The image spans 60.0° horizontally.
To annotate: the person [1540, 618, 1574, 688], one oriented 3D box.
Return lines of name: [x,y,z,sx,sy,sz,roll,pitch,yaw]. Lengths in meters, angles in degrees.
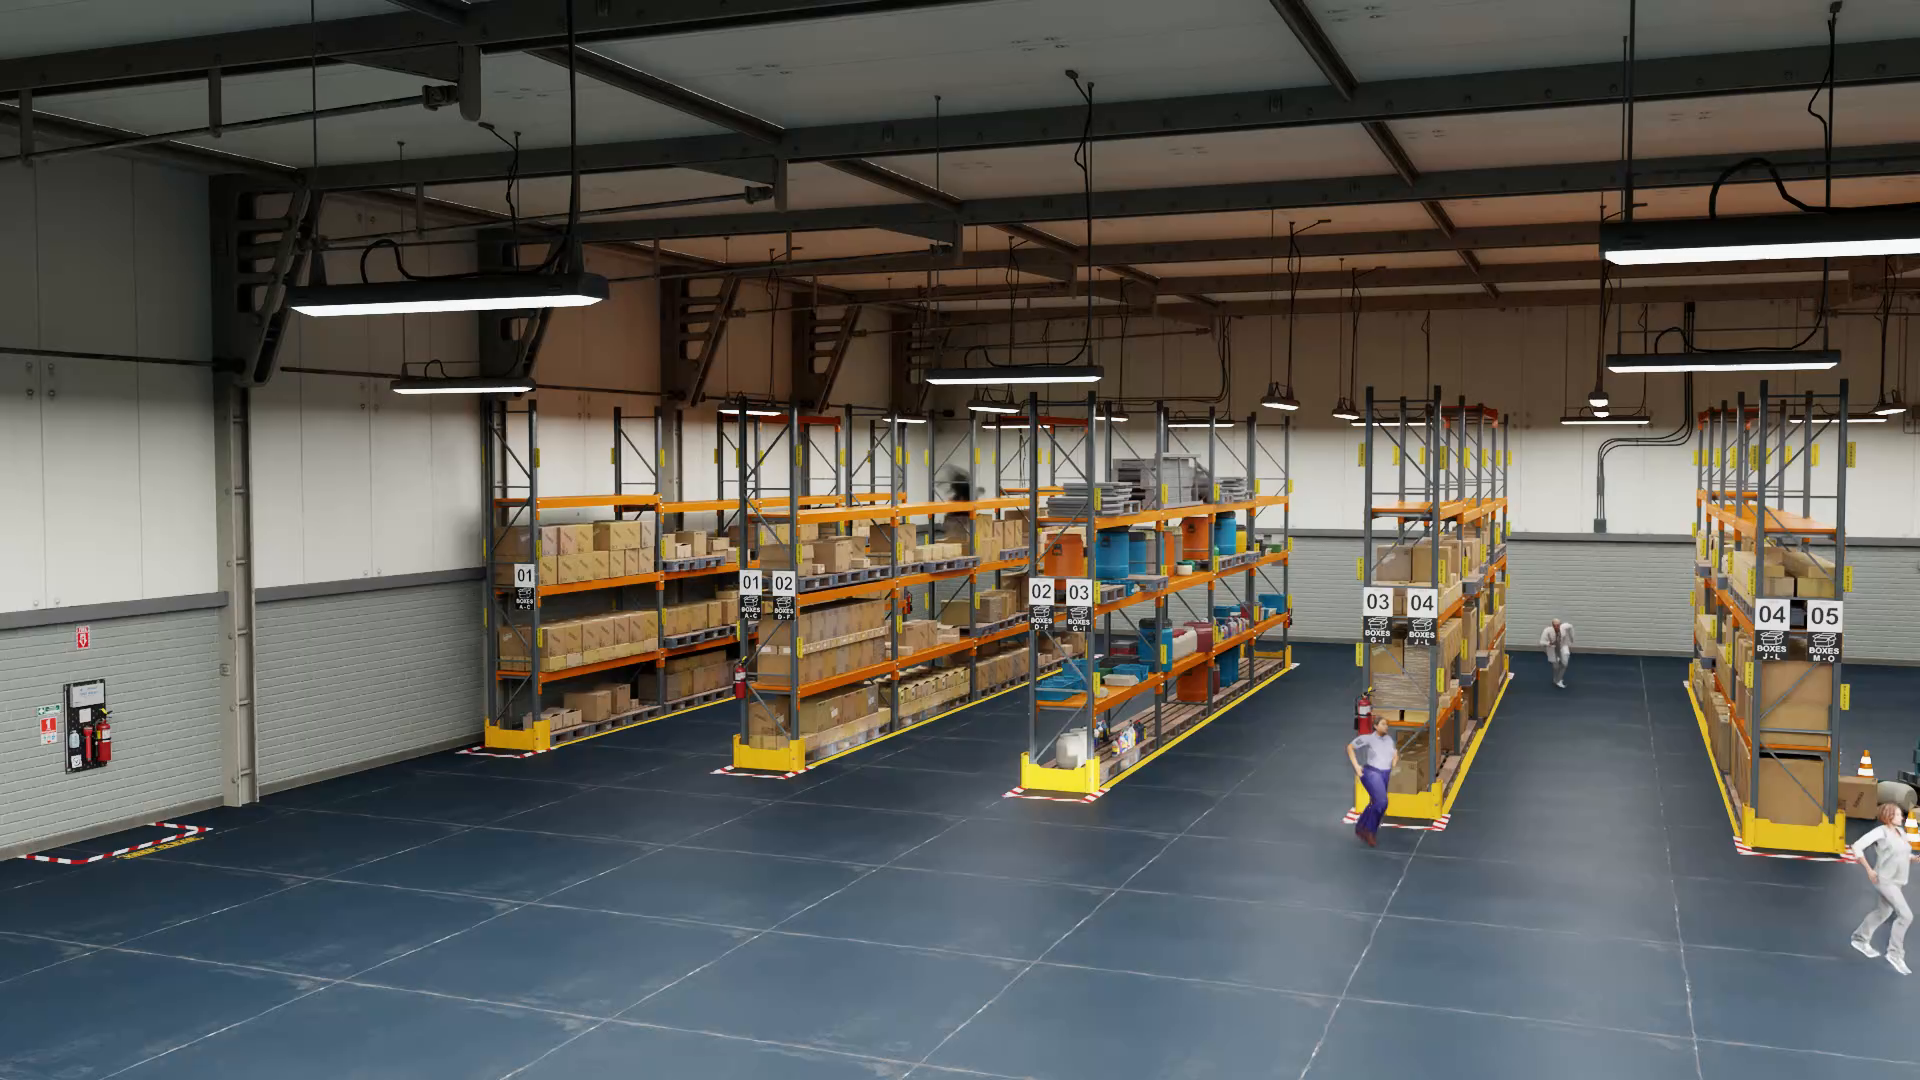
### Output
person: [13.088,2.459,36.478,0.730,1.557,1.195,1,3,16]

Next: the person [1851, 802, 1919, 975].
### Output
person: [9.101,3.395,16.313,0.505,1.642,0.717,-2,4,-37]

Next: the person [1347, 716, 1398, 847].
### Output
person: [5.441,3.134,21.687,0.618,1.672,0.615,-2,4,-37]
